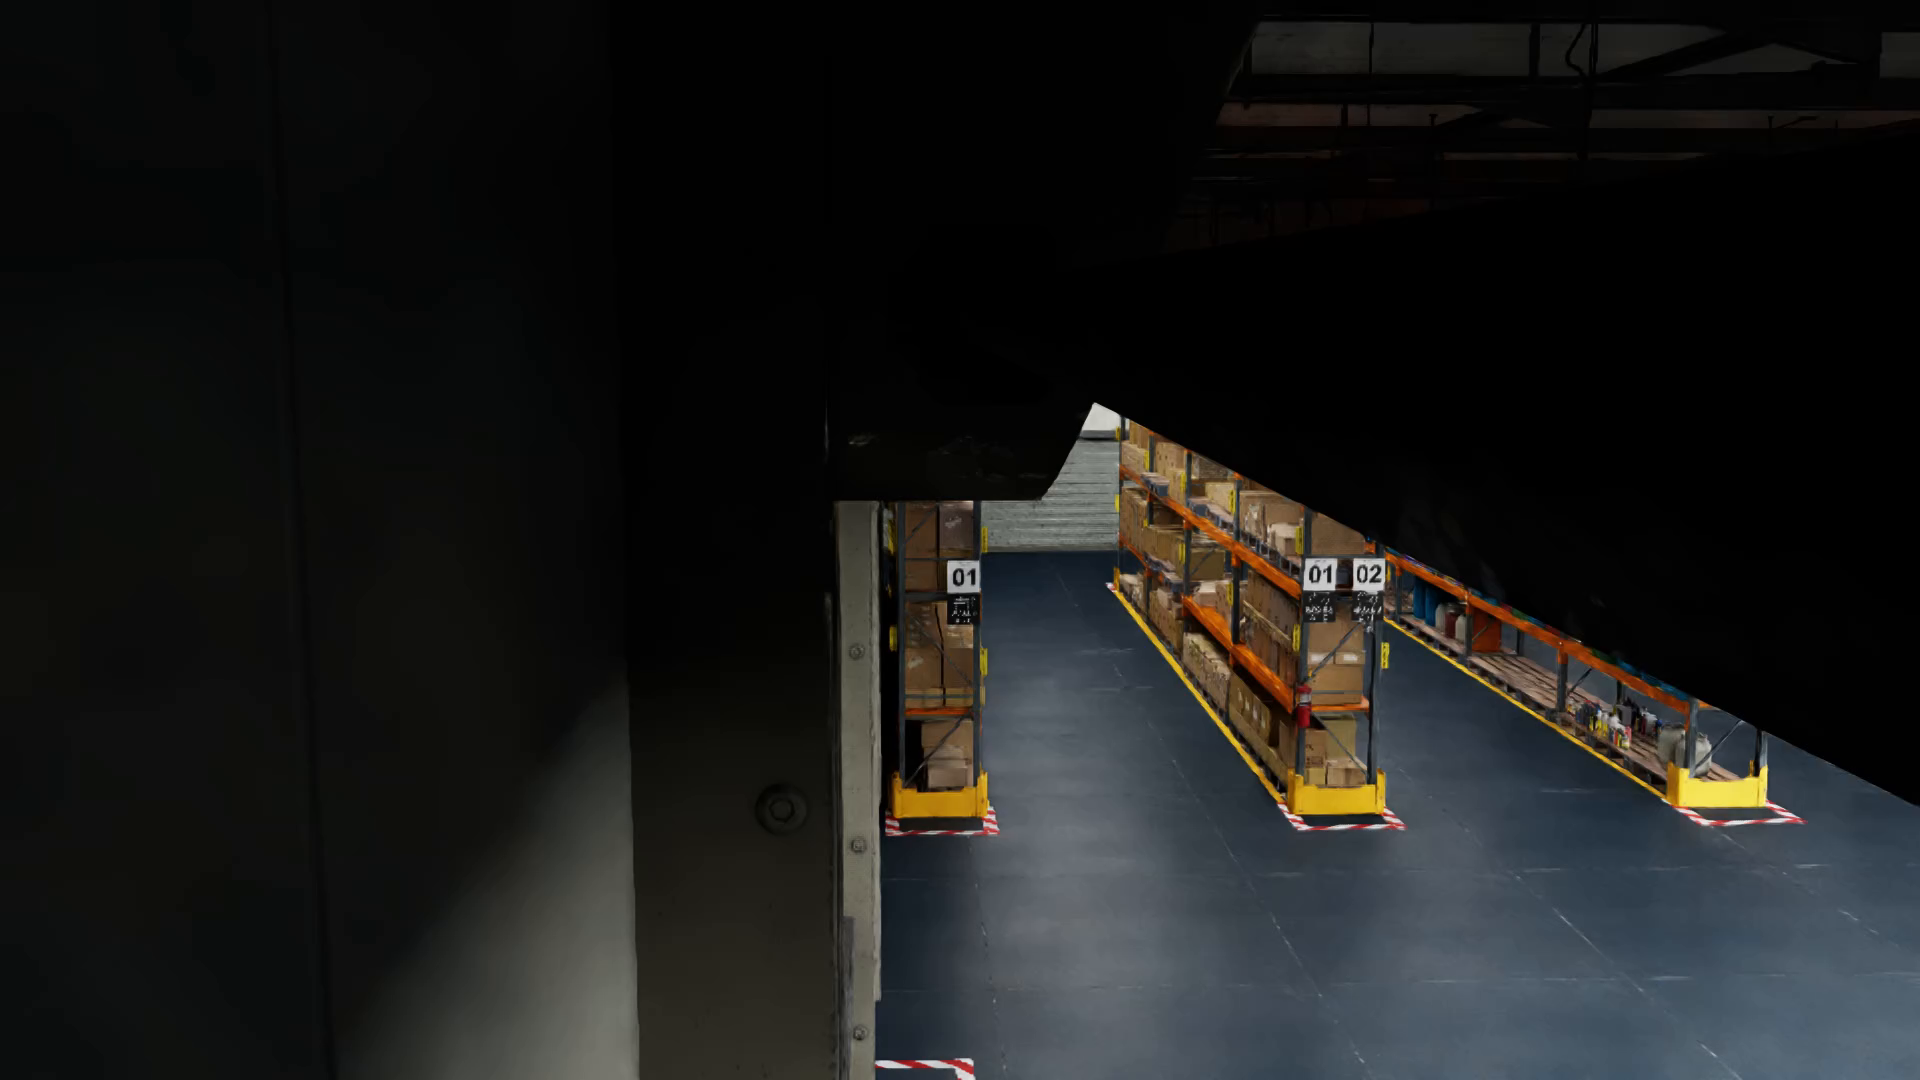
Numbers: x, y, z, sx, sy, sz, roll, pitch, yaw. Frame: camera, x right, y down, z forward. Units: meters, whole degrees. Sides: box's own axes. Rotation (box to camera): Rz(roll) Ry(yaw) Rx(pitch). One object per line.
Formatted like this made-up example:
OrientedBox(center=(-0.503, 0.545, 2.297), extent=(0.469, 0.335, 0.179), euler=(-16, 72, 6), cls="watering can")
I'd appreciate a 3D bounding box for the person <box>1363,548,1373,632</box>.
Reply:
OrientedBox(center=(7.766, 0.937, 31.957), extent=(0.518, 1.594, 0.499), euler=(3, 9, 18), cls="person")
